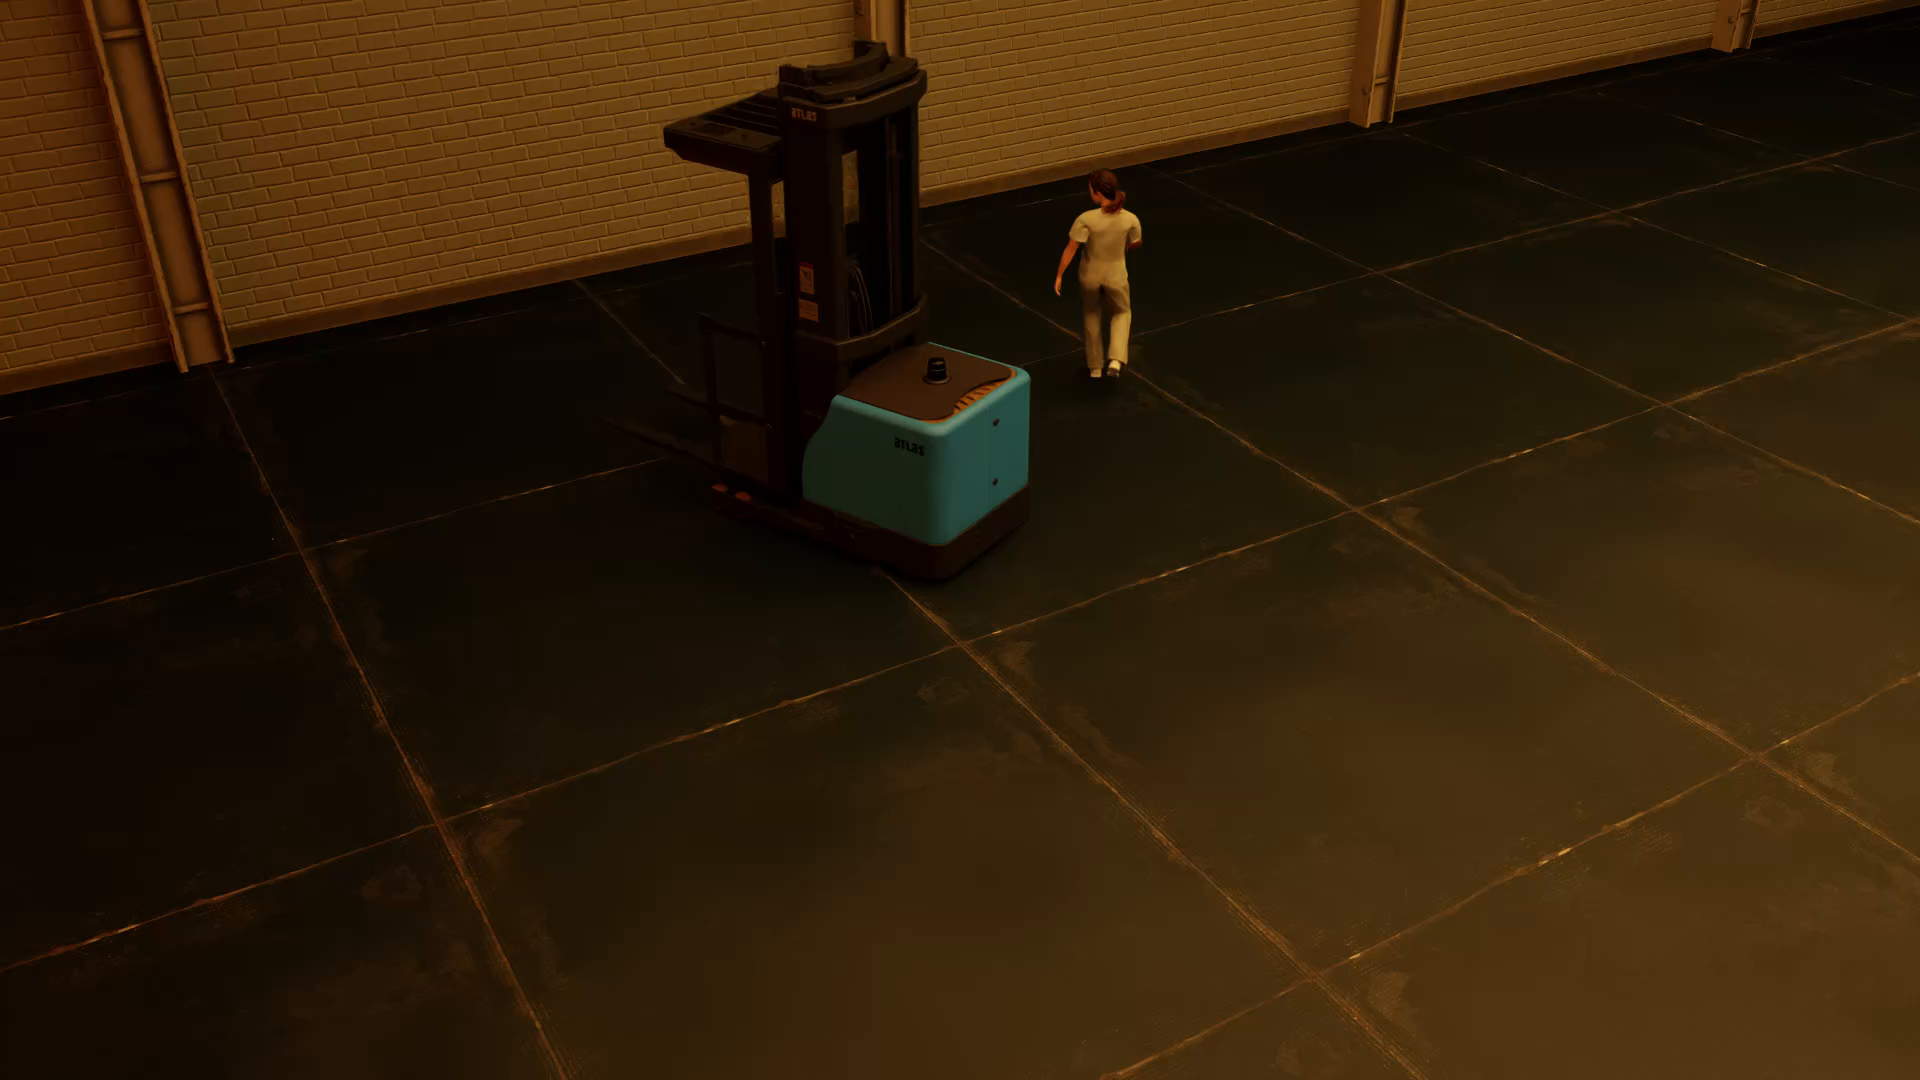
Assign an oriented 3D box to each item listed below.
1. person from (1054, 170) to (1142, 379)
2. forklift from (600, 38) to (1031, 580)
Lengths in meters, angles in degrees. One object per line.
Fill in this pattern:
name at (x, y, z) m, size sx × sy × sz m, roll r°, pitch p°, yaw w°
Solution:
person at (1.006, -1.923, 12.134) m, size 0.616 × 1.630 × 0.557 m, roll 4°, pitch 31°, yaw 7°
forklift at (-1.055, -1.601, 10.321) m, size 3.031 × 2.935 × 1.130 m, roll 20°, pitch 36°, yaw 29°
